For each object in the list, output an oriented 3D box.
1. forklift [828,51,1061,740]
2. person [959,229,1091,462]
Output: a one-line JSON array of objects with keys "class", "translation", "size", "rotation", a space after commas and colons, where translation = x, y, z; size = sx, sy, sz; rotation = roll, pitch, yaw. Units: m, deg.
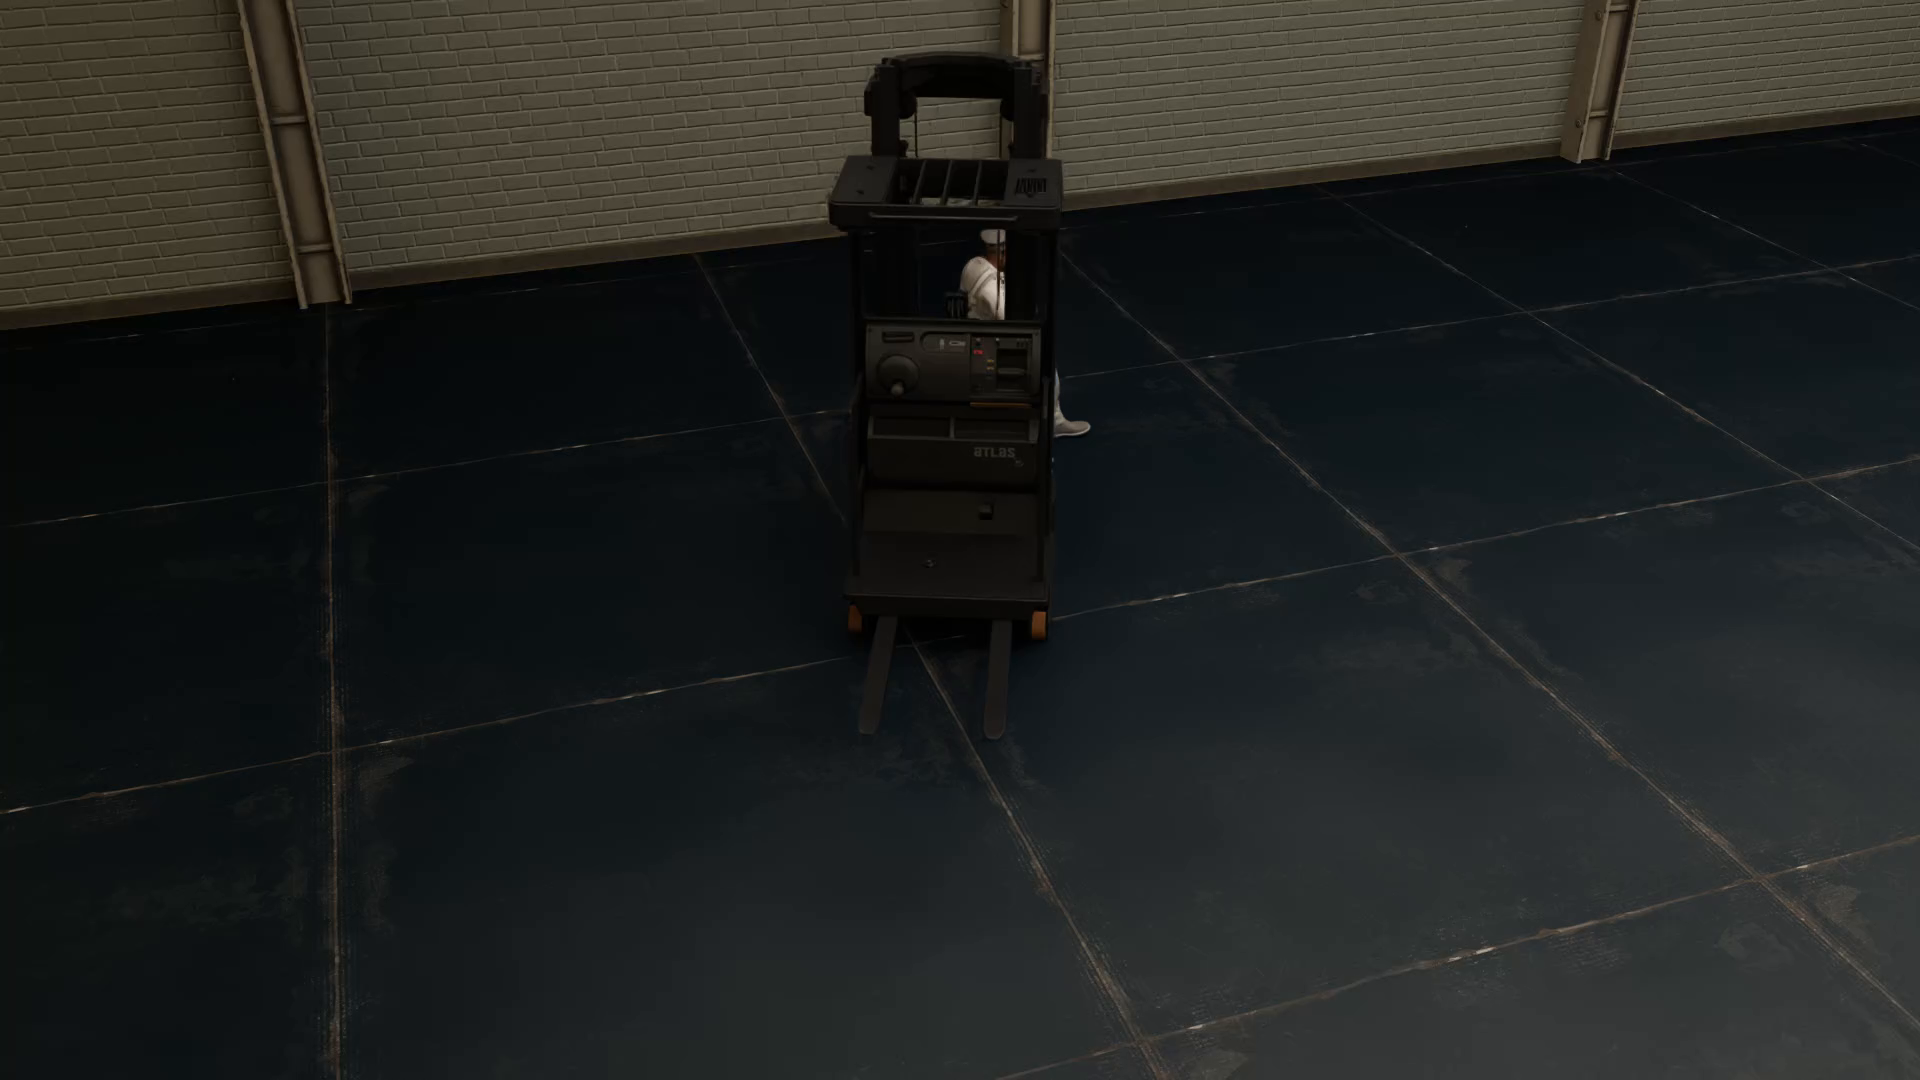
[{"class": "forklift", "translation": [-0.049, -0.892, 8.637], "size": [1.130, 2.935, 3.031], "rotation": [2, 30, 3]}, {"class": "person", "translation": [0.422, -1.297, 10.849], "size": [0.935, 1.566, 0.773], "rotation": [-9, 31, -15]}]
